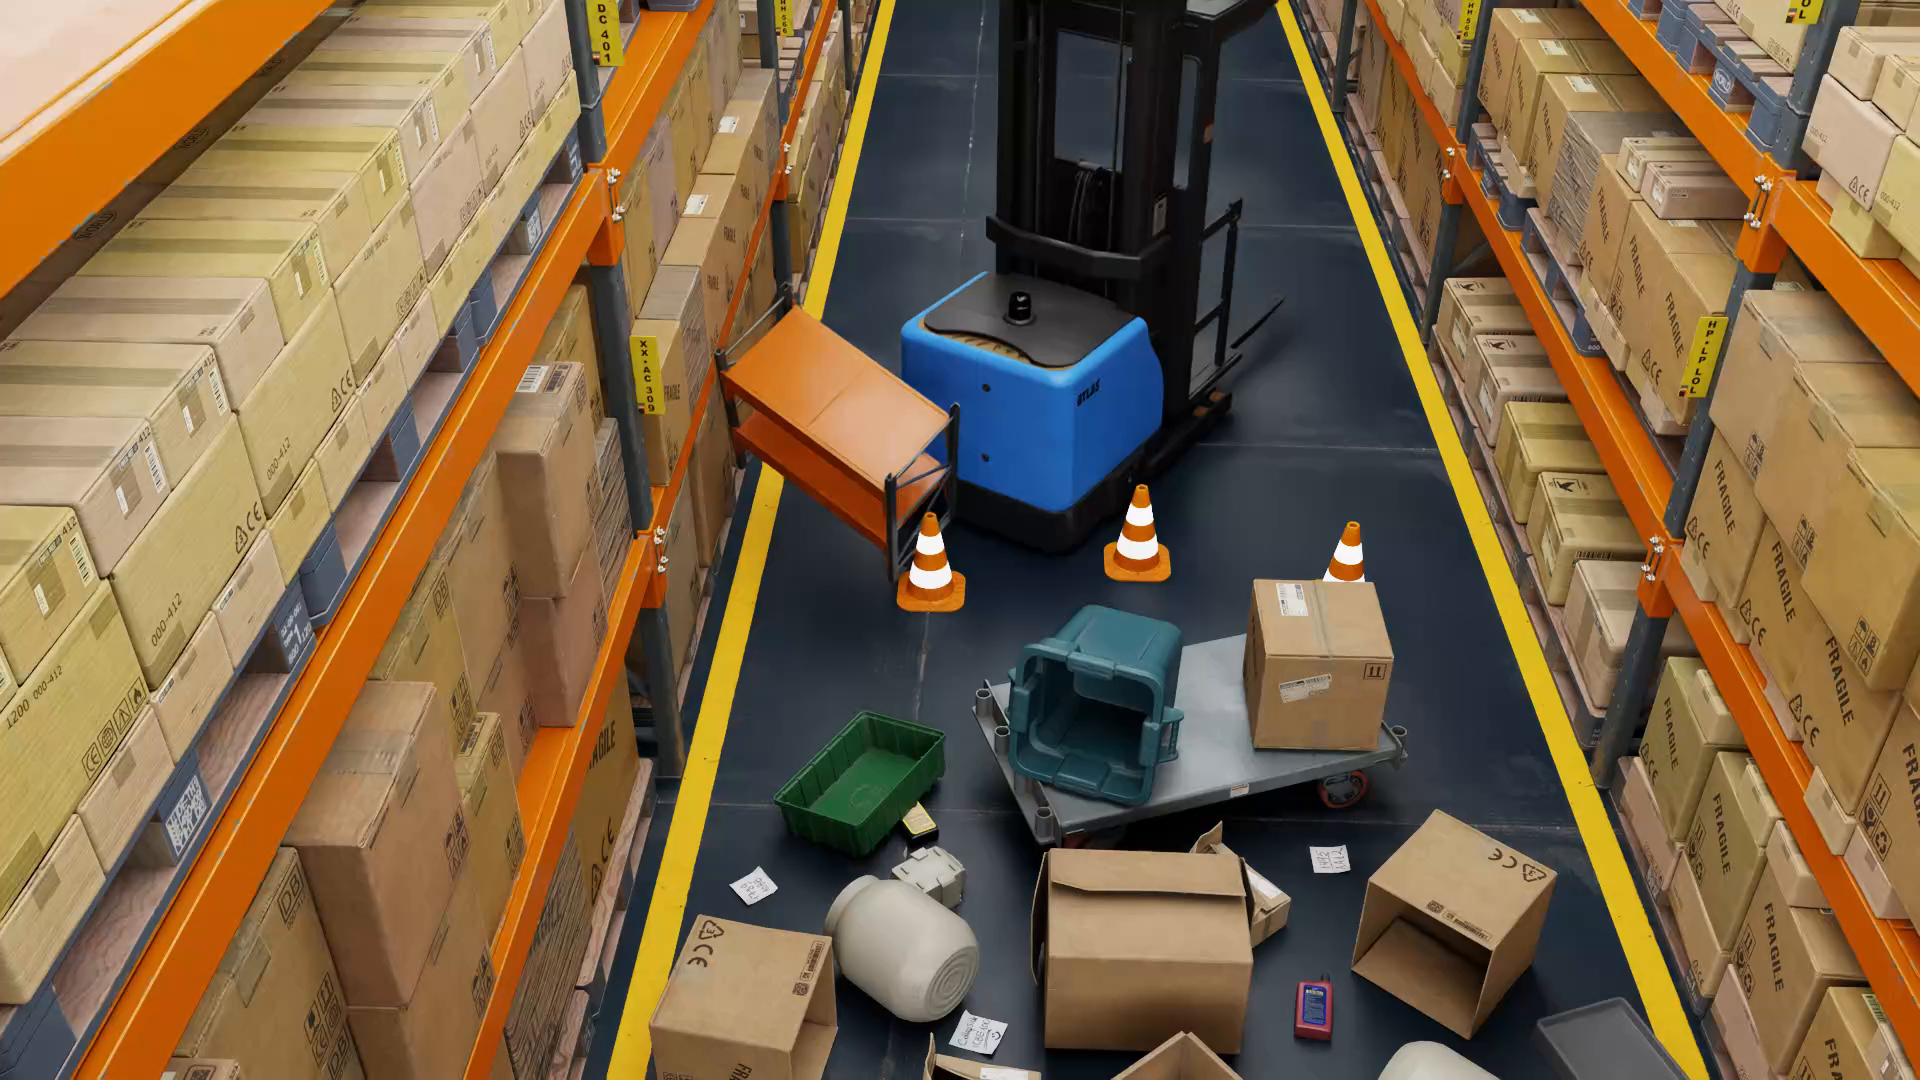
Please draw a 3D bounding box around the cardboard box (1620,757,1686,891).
[{"bbox_3d":[2.950,1.111,6.533,0.500,0.250,0.500,0,35,0],"label":"cardboard box"}]

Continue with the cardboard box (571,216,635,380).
[{"bbox_3d":[-1.692,-0.967,6.506,0.700,0.500,0.500,1,35,1],"label":"cardboard box"}]

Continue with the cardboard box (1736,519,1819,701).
[{"bbox_3d":[2.951,0.197,5.460,0.500,0.500,0.500,1,35,2],"label":"cardboard box"}]

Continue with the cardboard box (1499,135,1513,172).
[{"bbox_3d":[3.104,-2.042,8.846,0.380,0.149,0.250,-1,35,-1],"label":"cardboard box"}]

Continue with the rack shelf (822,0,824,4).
[{"bbox_3d":[-1.465,-3.494,11.452,0.919,0.052,3.809,1,35,2],"label":"rack shelf"}]

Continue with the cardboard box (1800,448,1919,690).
[{"bbox_3d":[2.920,0.082,4.756,0.700,0.500,0.500,1,35,1],"label":"cardboard box"}]

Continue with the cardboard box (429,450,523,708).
[{"bbox_3d":[-1.820,0.102,4.872,0.875,0.550,0.550,1,35,2],"label":"cardboard box"}]

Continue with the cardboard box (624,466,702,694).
[{"bbox_3d":[-1.771,0.158,7.453,1.050,0.750,0.750,1,35,2],"label":"cardboard box"}]

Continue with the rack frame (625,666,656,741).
[{"bbox_3d":[-1.710,-0.232,6.417,0.949,2.616,0.053,1,35,2],"label":"rack frame"}]

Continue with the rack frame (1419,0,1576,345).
[{"bbox_3d":[3.405,-2.473,9.606,1.000,3.000,0.127,1,35,2],"label":"rack frame"}]

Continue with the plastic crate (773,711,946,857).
[{"bbox_3d":[-0.404,1.025,7.023,0.450,0.188,0.662,11,35,32],"label":"plastic crate"}]

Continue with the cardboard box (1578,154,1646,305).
[{"bbox_3d":[3.079,-1.362,7.314,0.500,0.500,0.500,2,35,4],"label":"cardboard box"}]

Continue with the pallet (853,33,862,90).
[{"bbox_3d":[-1.393,-4.074,14.308,1.003,0.211,1.213,1,35,2],"label":"pallet"}]

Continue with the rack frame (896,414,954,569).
[{"bbox_3d":[-0.176,-0.203,7.928,0.013,0.981,0.475,36,69,14],"label":"rack frame"}]

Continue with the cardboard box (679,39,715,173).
[{"bbox_3d":[-1.611,-2.137,8.171,0.700,0.500,0.500,1,35,1],"label":"cardboard box"}]

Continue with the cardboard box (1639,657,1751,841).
[{"bbox_3d":[2.950,0.804,6.317,0.500,0.500,0.500,3,35,4],"label":"cardboard box"}]

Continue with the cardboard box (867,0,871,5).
[{"bbox_3d":[-1.018,-5.078,15.426,0.380,0.149,0.250,2,35,3],"label":"cardboard box"}]

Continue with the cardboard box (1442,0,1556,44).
[{"bbox_3d":[3.164,-3.227,9.721,0.500,0.500,0.500,0,35,1],"label":"cardboard box"}]

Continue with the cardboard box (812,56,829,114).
[{"bbox_3d":[-1.203,-3.251,11.869,0.500,0.250,0.500,0,35,0],"label":"cardboard box"}]

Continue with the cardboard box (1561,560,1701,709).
[{"bbox_3d":[3.262,0.427,7.400,0.950,0.372,0.625,2,35,2],"label":"cardboard box"}]

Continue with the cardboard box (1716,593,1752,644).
[{"bbox_3d":[2.952,0.247,5.953,0.380,0.149,0.250,2,35,3],"label":"cardboard box"}]

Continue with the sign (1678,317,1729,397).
[{"bbox_3d":[2.689,-0.660,6.019,0.100,0.325,0.005,1,35,2],"label":"sign"}]

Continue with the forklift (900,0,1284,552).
[{"bbox_3d":[0.925,-1.908,8.938,1.129,2.843,3.031,21,40,27],"label":"forklift"}]

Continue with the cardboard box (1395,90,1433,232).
[{"bbox_3d":[3.555,-2.683,11.388,0.875,0.875,0.875,2,35,2],"label":"cardboard box"}]

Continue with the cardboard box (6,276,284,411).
[{"bbox_3d":[-1.494,-0.365,3.071,0.380,0.149,0.250,1,35,1],"label":"cardboard box"}]

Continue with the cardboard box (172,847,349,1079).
[{"bbox_3d":[-1.883,1.033,3.548,0.875,0.550,0.550,1,35,2],"label":"cardboard box"}]

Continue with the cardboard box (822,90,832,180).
[{"bbox_3d":[-1.209,-2.957,12.103,0.500,0.500,0.500,1,35,1],"label":"cardboard box"}]

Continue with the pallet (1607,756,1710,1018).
[{"bbox_3d":[3.252,1.352,6.588,1.003,0.211,1.213,1,35,2],"label":"pallet"}]

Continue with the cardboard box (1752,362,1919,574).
[{"bbox_3d":[3.126,-0.408,5.017,1.020,1.000,0.508,2,35,2],"label":"cardboard box"}]

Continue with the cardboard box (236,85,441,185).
[{"bbox_3d":[-1.454,-0.952,3.906,0.380,0.149,0.250,1,35,1],"label":"cardboard box"}]

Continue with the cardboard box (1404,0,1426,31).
[{"bbox_3d":[3.187,-3.490,10.749,0.500,0.250,0.500,0,35,1],"label":"cardboard box"}]

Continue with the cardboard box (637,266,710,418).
[{"bbox_3d":[-1.397,-0.858,7.222,0.500,0.500,0.500,2,35,2],"label":"cardboard box"}]

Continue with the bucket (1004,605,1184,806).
[{"bbox_3d":[0.592,0.617,6.734,0.726,0.611,0.620,13,27,18],"label":"bucket"}]

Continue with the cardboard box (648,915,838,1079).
[{"bbox_3d":[-0.743,1.706,5.832,0.500,0.500,0.500,7,36,10],"label":"cardboard box"}]

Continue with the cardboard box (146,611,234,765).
[{"bbox_3d":[-1.513,0.249,2.890,0.380,0.149,0.250,1,35,2],"label":"cardboard box"}]

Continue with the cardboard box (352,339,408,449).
[{"bbox_3d":[-1.473,-0.332,3.716,0.380,0.149,0.250,2,35,2],"label":"cardboard box"}]

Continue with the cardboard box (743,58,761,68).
[{"bbox_3d":[-1.326,-2.851,9.997,0.380,0.149,0.250,1,35,1],"label":"cardboard box"}]

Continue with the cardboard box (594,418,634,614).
[{"bbox_3d":[-1.709,-0.081,6.071,0.875,0.550,0.550,1,35,2],"label":"cardboard box"}]

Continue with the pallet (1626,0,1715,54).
[{"bbox_3d":[3.414,-2.274,6.877,1.213,0.211,1.003,1,35,2],"label":"pallet"}]

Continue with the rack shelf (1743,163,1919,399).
[{"bbox_3d":[3.164,0.041,4.046,1.077,0.370,4.000,1,35,2],"label":"rack shelf"}]

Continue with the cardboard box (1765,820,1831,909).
[{"bbox_3d":[2.859,1.059,5.390,0.380,0.149,0.250,3,35,5],"label":"cardboard box"}]

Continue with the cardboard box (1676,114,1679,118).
[{"bbox_3d":[3.635,-1.953,8.155,0.500,0.500,0.500,-1,35,-1],"label":"cardboard box"}]

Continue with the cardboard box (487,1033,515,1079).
[{"bbox_3d":[-1.872,1.867,4.913,0.875,0.875,0.875,1,35,1],"label":"cardboard box"}]

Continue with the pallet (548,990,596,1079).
[{"bbox_3d":[-1.861,2.047,5.599,1.003,0.211,1.213,1,35,2],"label":"pallet"}]

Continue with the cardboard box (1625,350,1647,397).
[{"bbox_3d":[3.017,-0.697,6.933,0.380,0.149,0.250,0,35,0],"label":"cardboard box"}]

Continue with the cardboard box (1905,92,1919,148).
[{"bbox_3d":[2.904,-1.151,4.641,0.380,0.149,0.250,0,35,0],"label":"cardboard box"}]

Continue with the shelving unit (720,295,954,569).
[{"bbox_3d":[-0.574,-0.493,8.054,1.030,0.981,0.538,36,69,14],"label":"shelving unit"}]

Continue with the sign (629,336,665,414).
[{"bbox_3d":[-9.125,-0.845,6.409,16.064,0.392,0.098,1,35,2],"label":"sign"}]

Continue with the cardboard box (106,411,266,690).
[{"bbox_3d":[-1.572,0.003,2.893,0.500,0.250,0.500,1,35,1],"label":"cardboard box"}]

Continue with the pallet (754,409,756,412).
[{"bbox_3d":[-1.653,-0.938,9.846,1.003,0.211,1.213,1,35,2],"label":"pallet"}]

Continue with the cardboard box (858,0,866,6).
[{"bbox_3d":[-1.035,-4.900,14.915,0.380,0.149,0.250,1,35,2],"label":"cardboard box"}]

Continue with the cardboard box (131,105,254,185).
[{"bbox_3d":[-2.044,-0.878,4.147,0.500,0.250,0.500,1,35,1],"label":"cardboard box"}]
